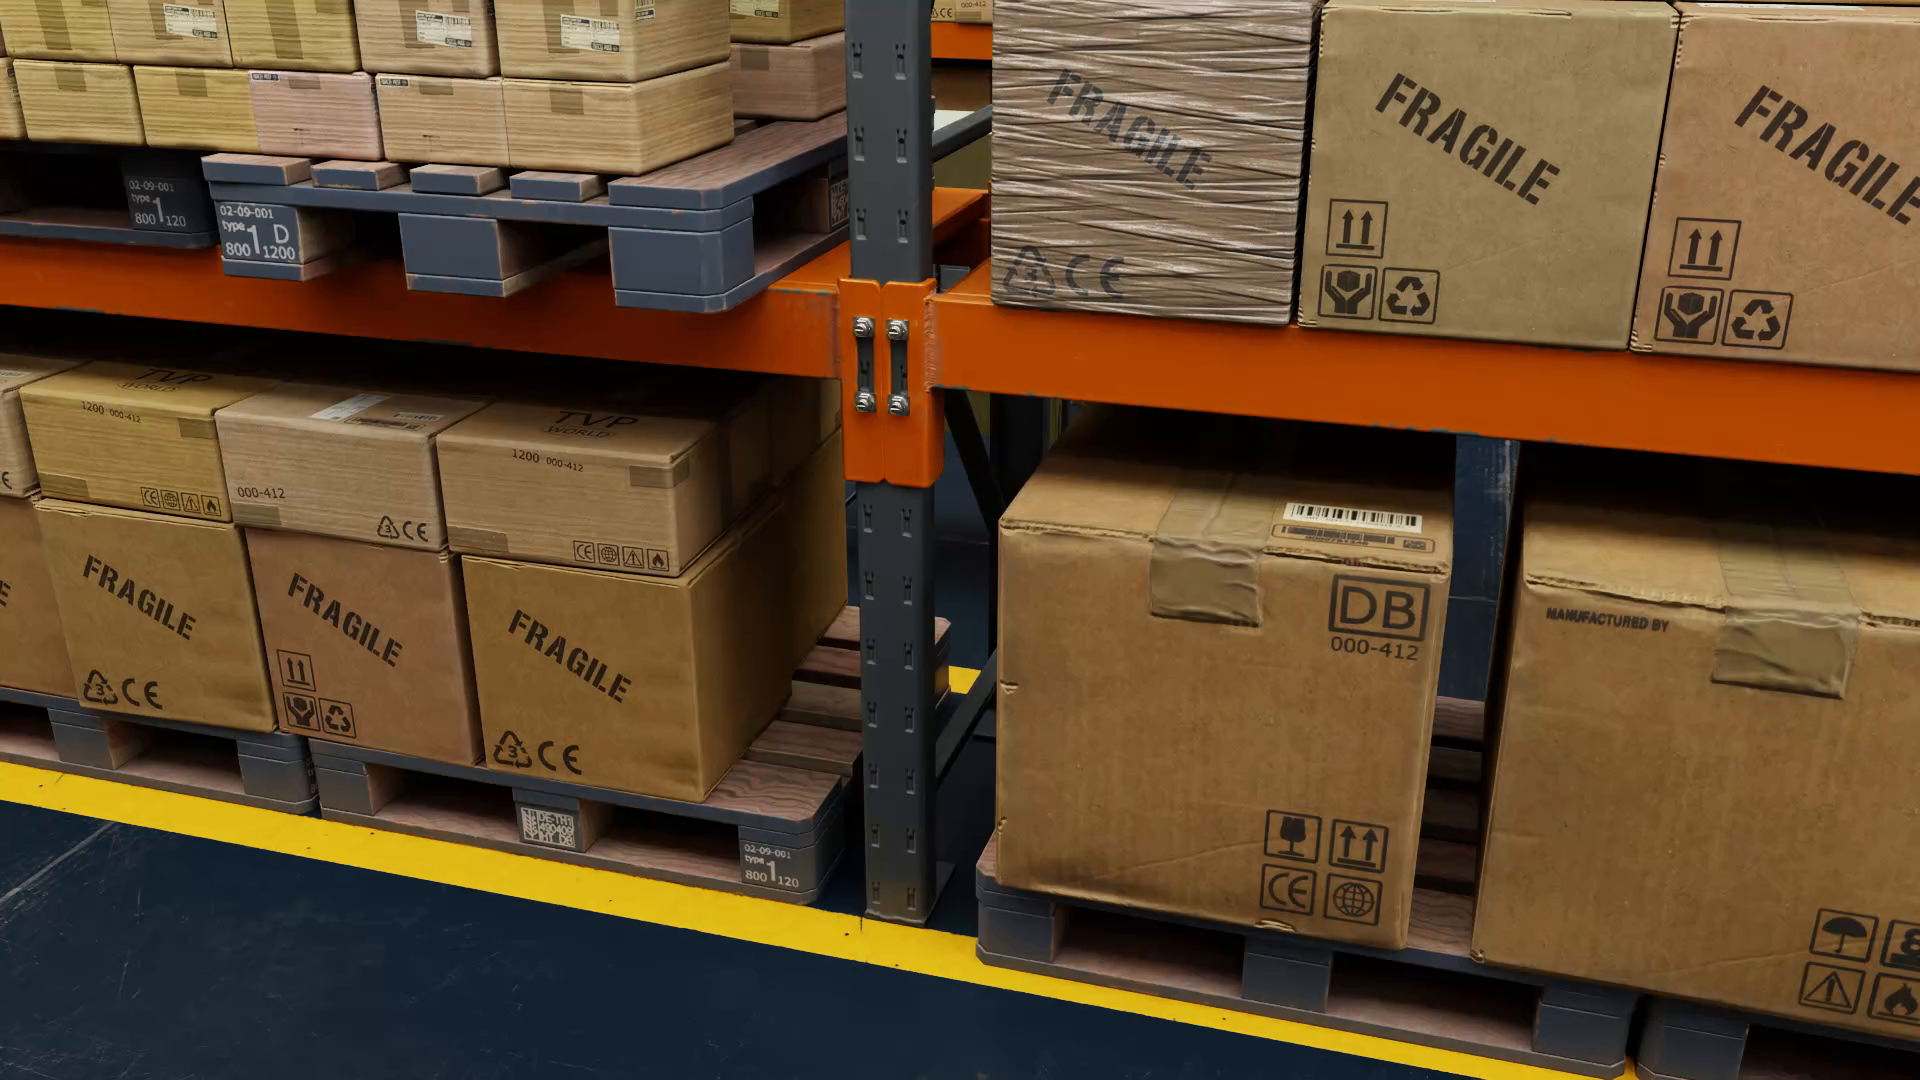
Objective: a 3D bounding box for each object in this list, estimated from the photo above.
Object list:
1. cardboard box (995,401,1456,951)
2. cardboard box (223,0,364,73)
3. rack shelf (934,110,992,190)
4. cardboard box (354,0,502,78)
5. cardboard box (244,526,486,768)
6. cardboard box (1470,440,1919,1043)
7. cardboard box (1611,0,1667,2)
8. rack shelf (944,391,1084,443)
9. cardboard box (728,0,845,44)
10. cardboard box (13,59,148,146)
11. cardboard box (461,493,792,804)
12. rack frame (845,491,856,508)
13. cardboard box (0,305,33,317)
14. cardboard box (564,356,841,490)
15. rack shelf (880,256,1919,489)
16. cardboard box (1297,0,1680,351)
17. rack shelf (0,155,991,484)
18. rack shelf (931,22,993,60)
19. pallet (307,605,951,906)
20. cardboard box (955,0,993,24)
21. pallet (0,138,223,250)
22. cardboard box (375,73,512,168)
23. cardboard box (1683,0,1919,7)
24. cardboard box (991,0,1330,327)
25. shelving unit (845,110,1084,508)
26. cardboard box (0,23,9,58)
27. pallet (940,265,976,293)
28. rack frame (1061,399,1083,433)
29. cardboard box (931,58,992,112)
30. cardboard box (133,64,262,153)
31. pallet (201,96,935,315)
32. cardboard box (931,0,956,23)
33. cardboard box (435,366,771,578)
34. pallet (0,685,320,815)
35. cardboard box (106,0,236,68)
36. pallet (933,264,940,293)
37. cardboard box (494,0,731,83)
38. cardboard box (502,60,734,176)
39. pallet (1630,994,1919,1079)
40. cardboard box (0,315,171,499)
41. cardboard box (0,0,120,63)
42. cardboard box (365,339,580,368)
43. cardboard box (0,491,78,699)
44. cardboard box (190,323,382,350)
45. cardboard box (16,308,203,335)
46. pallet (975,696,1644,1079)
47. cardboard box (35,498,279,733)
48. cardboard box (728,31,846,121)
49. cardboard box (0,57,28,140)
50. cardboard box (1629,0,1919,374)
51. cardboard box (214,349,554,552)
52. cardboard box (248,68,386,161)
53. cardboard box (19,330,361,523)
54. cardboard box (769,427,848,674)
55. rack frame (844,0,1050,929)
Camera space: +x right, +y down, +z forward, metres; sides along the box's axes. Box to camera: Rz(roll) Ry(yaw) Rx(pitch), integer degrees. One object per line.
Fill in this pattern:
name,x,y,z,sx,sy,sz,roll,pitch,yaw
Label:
cardboard box,0.568,0.155,3.350,0.750,0.750,1.050,6,23,15
cardboard box,-1.102,-0.952,3.023,0.250,0.149,0.380,7,23,17
rack shelf,0.006,-1.054,4.836,0.720,0.370,0.431,7,23,16
cardboard box,-0.849,-0.924,2.955,0.250,0.149,0.380,7,23,18
cardboard box,-1.190,0.136,3.726,0.500,0.500,0.500,8,23,18
cardboard box,1.406,0.250,3.119,0.750,0.750,1.050,7,23,16
cardboard box,0.923,-1.192,2.774,0.500,0.500,0.700,6,23,15
rack shelf,0.006,-0.392,5.107,0.720,0.370,0.431,7,23,16
cardboard box,-0.393,-1.132,3.464,0.250,0.149,0.380,8,24,18
cardboard box,-1.573,-0.869,3.215,0.250,0.149,0.380,6,23,13
cardboard box,-0.694,0.194,3.584,0.500,0.500,0.500,6,23,15
rack frame,-0.344,-0.733,5.081,0.023,1.500,0.400,7,23,16
cardboard box,-2.544,-0.563,4.442,0.500,0.250,0.500,8,24,18
cardboard box,-0.579,-0.339,3.896,0.500,0.250,0.500,5,23,13
rack shelf,1.926,-0.239,2.847,4.000,0.370,1.077,7,23,16
cardboard box,0.851,-0.635,2.734,0.500,0.500,0.500,6,23,15
rack shelf,-1.904,-0.677,3.916,4.000,0.370,1.077,7,23,16
rack shelf,-0.570,-2.487,8.328,4.000,0.370,1.077,7,23,16
pallet,-0.737,0.413,3.985,1.213,0.211,1.003,7,23,16
cardboard box,0.291,-2.542,7.713,0.500,0.250,0.500,7,23,16
pallet,-1.896,-0.904,3.774,1.213,0.211,1.003,7,23,16
cardboard box,-0.831,-0.784,3.006,0.250,0.149,0.380,6,23,15
cardboard box,1.415,-1.136,2.639,0.500,0.500,0.700,6,23,15
cardboard box,0.363,-0.690,2.867,0.500,0.500,0.500,7,23,16
shelving unit,0.006,-0.693,4.984,0.755,1.500,0.431,7,23,16
cardboard box,-1.829,-1.036,3.228,0.250,0.149,0.380,7,23,17
pallet,0.611,-1.424,8.463,1.213,0.211,1.003,7,23,16
rack frame,0.357,-0.653,4.886,0.023,1.500,0.400,7,23,16
cardboard box,-0.146,-2.017,8.481,0.875,0.875,0.875,7,23,16
cardboard box,-1.315,-0.840,3.144,0.250,0.149,0.380,6,23,15
pallet,-0.702,-0.741,3.378,1.003,0.211,1.213,7,23,16
cardboard box,-0.186,-2.603,7.862,0.500,0.250,0.500,6,23,15
cardboard box,-0.719,-0.155,3.448,0.500,0.250,0.500,6,23,14
pallet,-1.901,0.279,4.312,1.213,0.211,1.003,7,23,16
cardboard box,-1.341,-0.979,3.091,0.250,0.149,0.380,7,23,16
pallet,-0.553,-1.558,8.791,1.213,0.211,1.003,7,23,16
cardboard box,-0.593,-0.895,2.885,0.250,0.149,0.380,7,23,17
cardboard box,-0.594,-0.756,2.938,0.250,0.149,0.380,7,23,16
pallet,1.908,0.748,3.169,1.213,0.211,1.003,7,23,16
cardboard box,-2.190,-0.322,3.855,0.500,0.250,0.500,7,23,18
cardboard box,-1.579,-1.007,3.159,0.250,0.149,0.380,6,23,15
cardboard box,-1.065,-0.395,4.032,0.500,0.250,0.500,6,23,15
cardboard box,-2.175,0.020,4.009,0.500,0.500,0.500,7,23,16
cardboard box,-1.535,-0.454,4.175,0.500,0.250,0.500,7,23,16
cardboard box,-2.034,-0.510,4.314,0.500,0.250,0.500,5,23,13
pallet,0.744,0.613,3.497,1.213,0.211,1.003,7,23,16
cardboard box,-1.701,0.084,3.853,0.500,0.500,0.500,5,23,13
cardboard box,-0.359,-0.991,3.512,0.250,0.149,0.380,6,23,15
cardboard box,-1.820,-0.898,3.285,0.250,0.149,0.380,7,23,17
cardboard box,1.333,-0.580,2.599,0.500,0.500,0.500,7,23,15
cardboard box,-1.206,-0.207,3.573,0.500,0.250,0.500,7,23,16
cardboard box,-1.077,-0.812,3.074,0.250,0.149,0.380,7,23,16
cardboard box,-1.688,-0.268,3.723,0.500,0.250,0.500,7,23,17
cardboard box,-0.592,0.001,4.055,0.500,0.500,0.500,6,23,13
rack frame,0.011,-0.791,3.245,0.127,3.000,1.000,7,23,16
